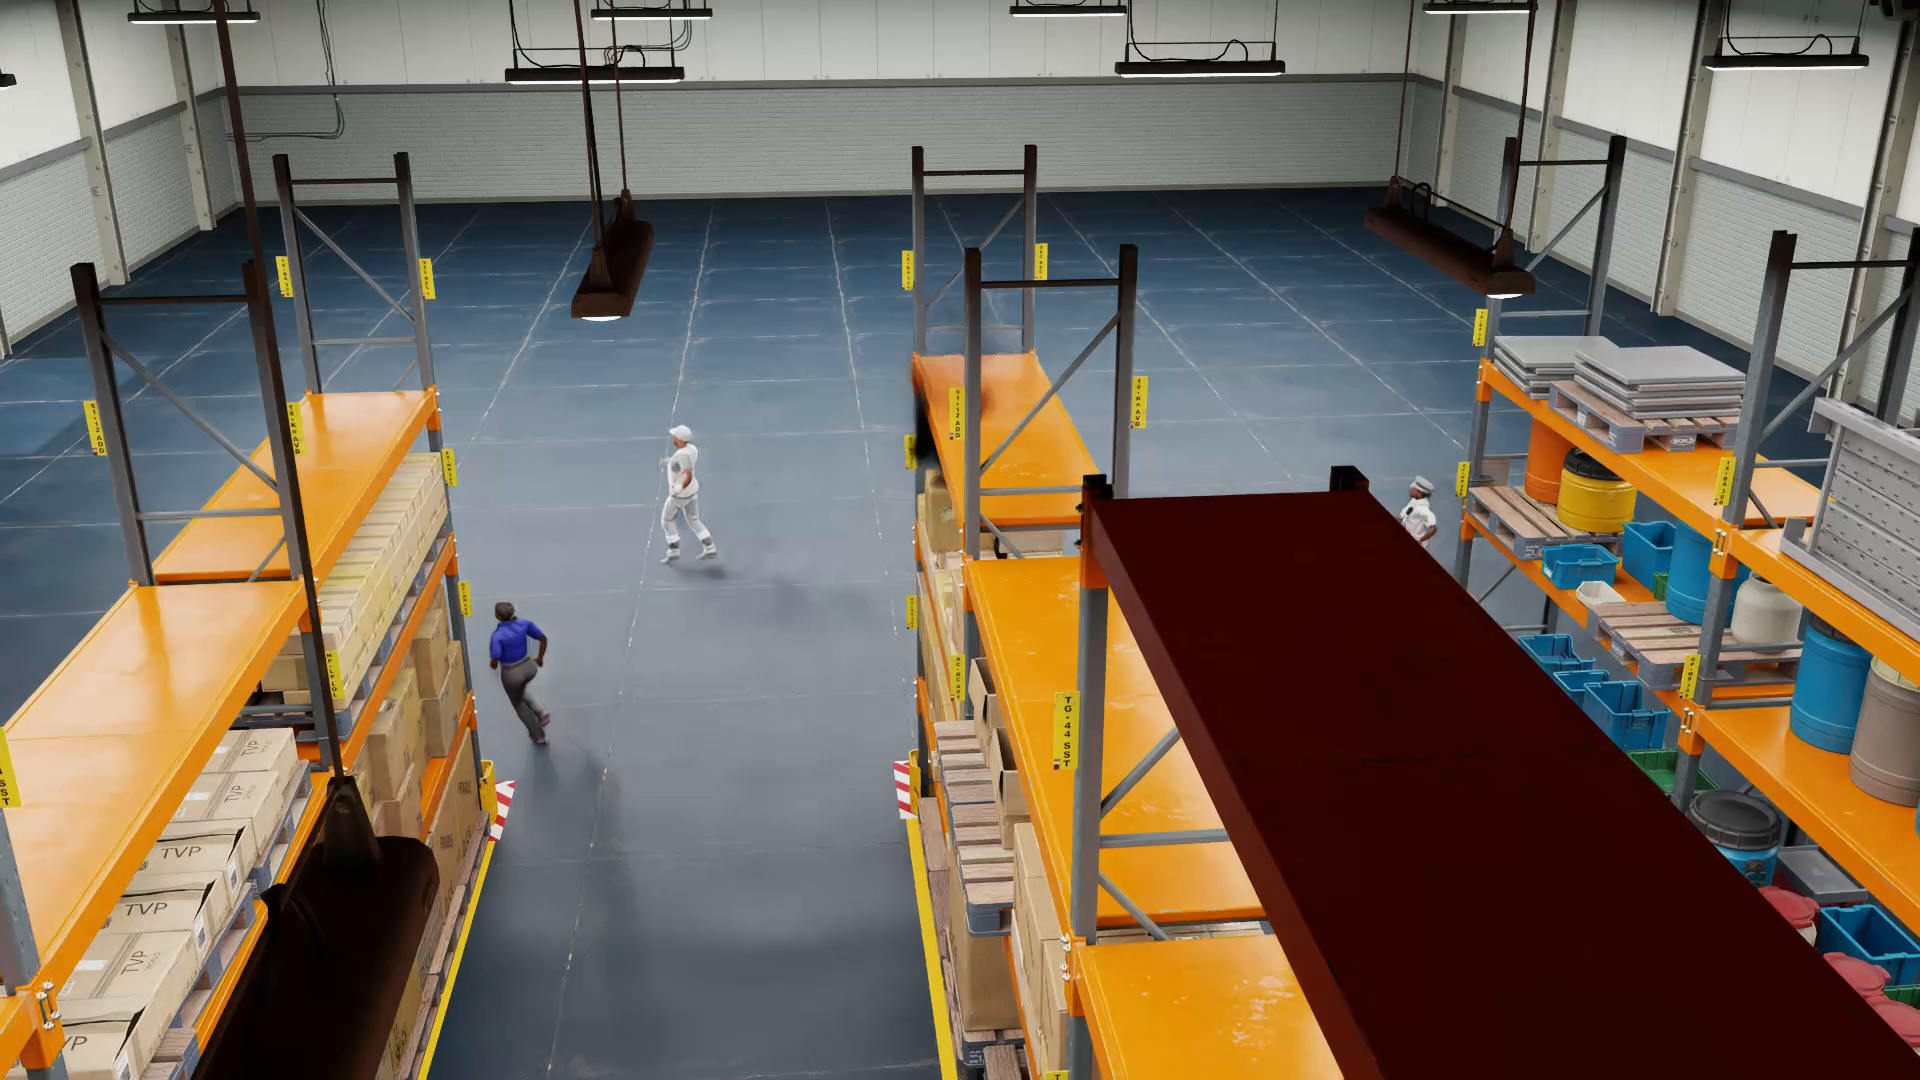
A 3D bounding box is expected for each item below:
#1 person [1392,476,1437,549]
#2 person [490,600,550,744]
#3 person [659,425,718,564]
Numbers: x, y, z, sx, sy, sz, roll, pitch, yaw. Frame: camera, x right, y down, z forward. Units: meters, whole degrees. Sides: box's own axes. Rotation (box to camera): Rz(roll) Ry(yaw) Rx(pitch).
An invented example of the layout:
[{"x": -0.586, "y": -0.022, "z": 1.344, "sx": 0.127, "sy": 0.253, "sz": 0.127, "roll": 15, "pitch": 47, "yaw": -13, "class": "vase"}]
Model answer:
[{"x": 5.205, "y": 0.073, "z": 19.087, "sx": 0.876, "sy": 1.699, "sz": 0.581, "roll": 7, "pitch": 23, "yaw": 16, "class": "person"}, {"x": -4.376, "y": 1.292, "z": 16.271, "sx": 0.506, "sy": 1.561, "sz": 0.593, "roll": 15, "pitch": 26, "yaw": 34, "class": "person"}, {"x": -3.398, "y": -0.537, "z": 20.532, "sx": 0.765, "sy": 1.831, "sz": 0.632, "roll": 8, "pitch": 23, "yaw": 20, "class": "person"}]
